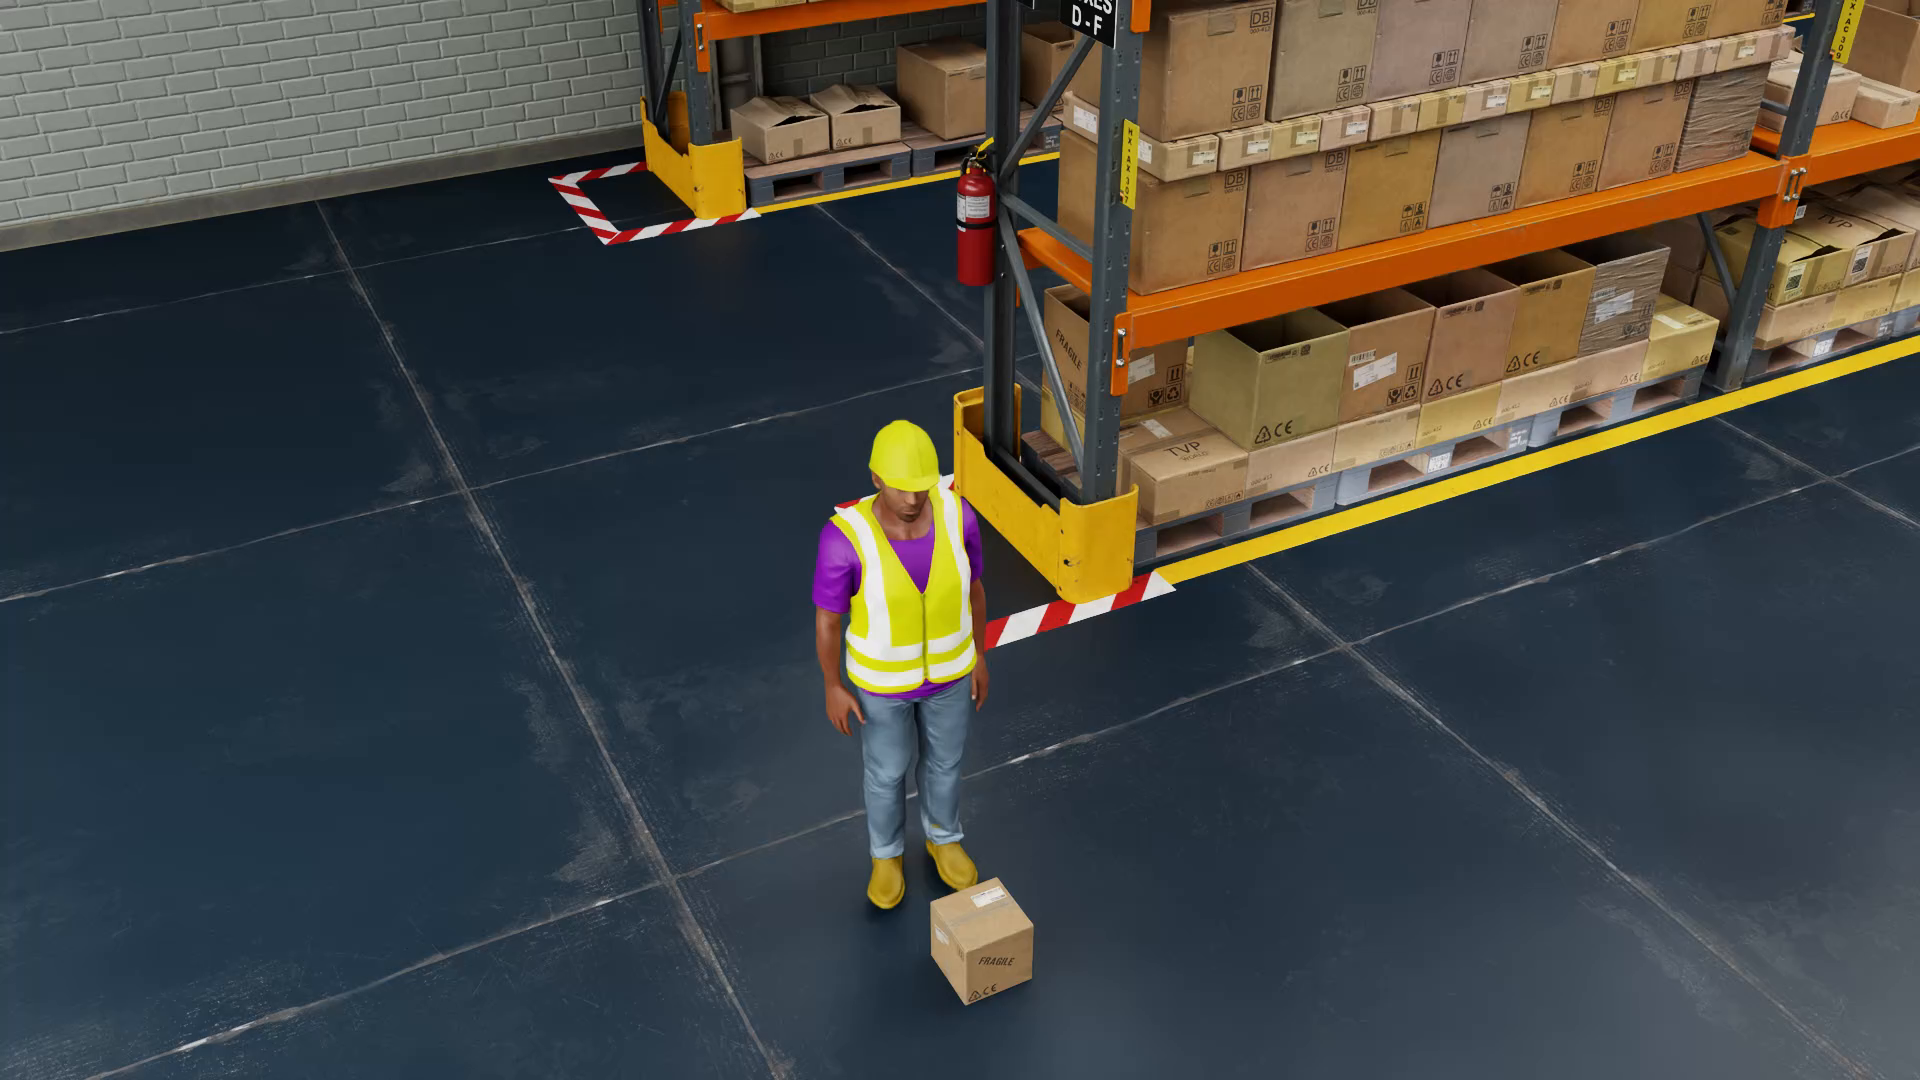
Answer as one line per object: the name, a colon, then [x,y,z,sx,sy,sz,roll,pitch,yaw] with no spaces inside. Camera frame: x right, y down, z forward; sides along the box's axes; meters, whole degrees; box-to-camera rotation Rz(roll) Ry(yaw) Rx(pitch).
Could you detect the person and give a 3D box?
person: [-0.174,0.426,5.413,0.576,1.768,0.380,-12,35,-18]
